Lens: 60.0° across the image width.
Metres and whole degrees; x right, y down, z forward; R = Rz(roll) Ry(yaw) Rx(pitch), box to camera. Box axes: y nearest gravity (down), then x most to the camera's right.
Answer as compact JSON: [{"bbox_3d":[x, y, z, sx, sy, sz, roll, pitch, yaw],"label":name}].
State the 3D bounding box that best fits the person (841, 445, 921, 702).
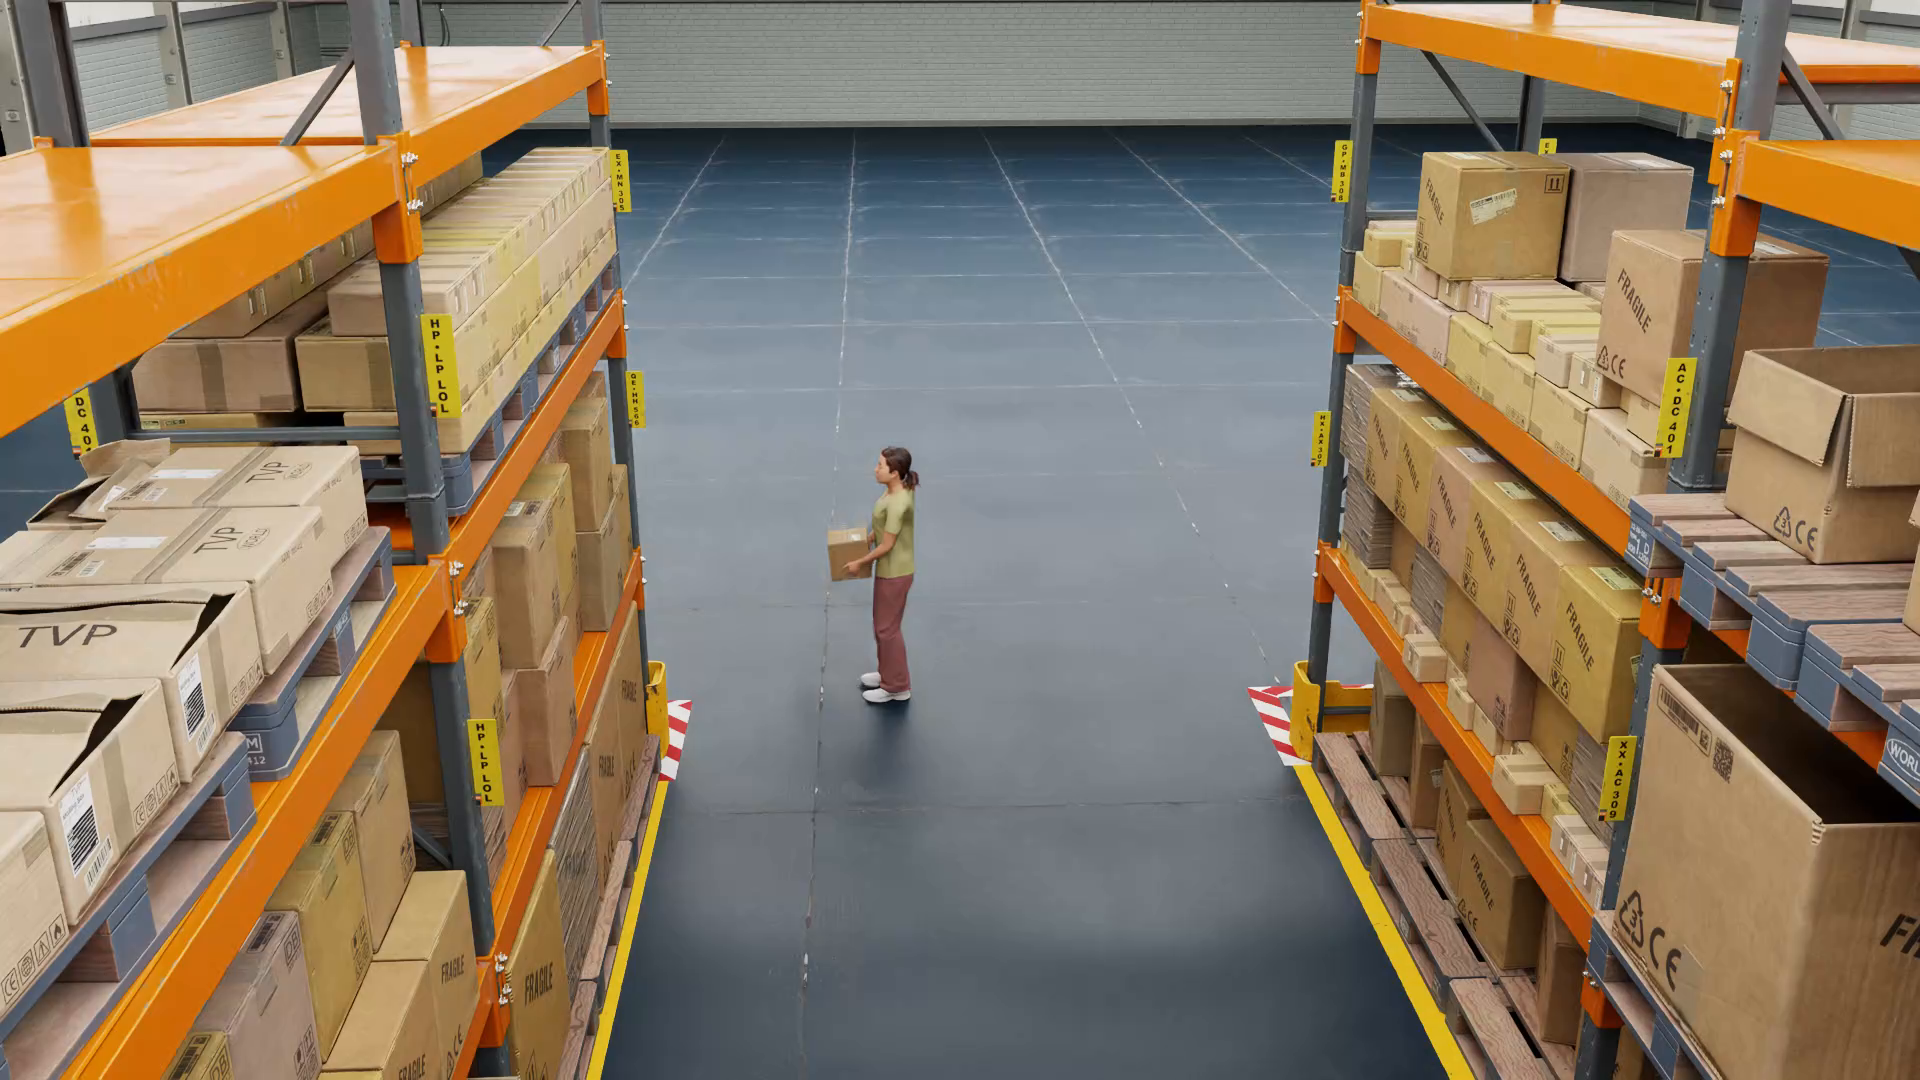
[{"bbox_3d":[-0.494,0.208,10.522,0.511,1.673,0.456,-1,21,-3],"label":"person"}]
